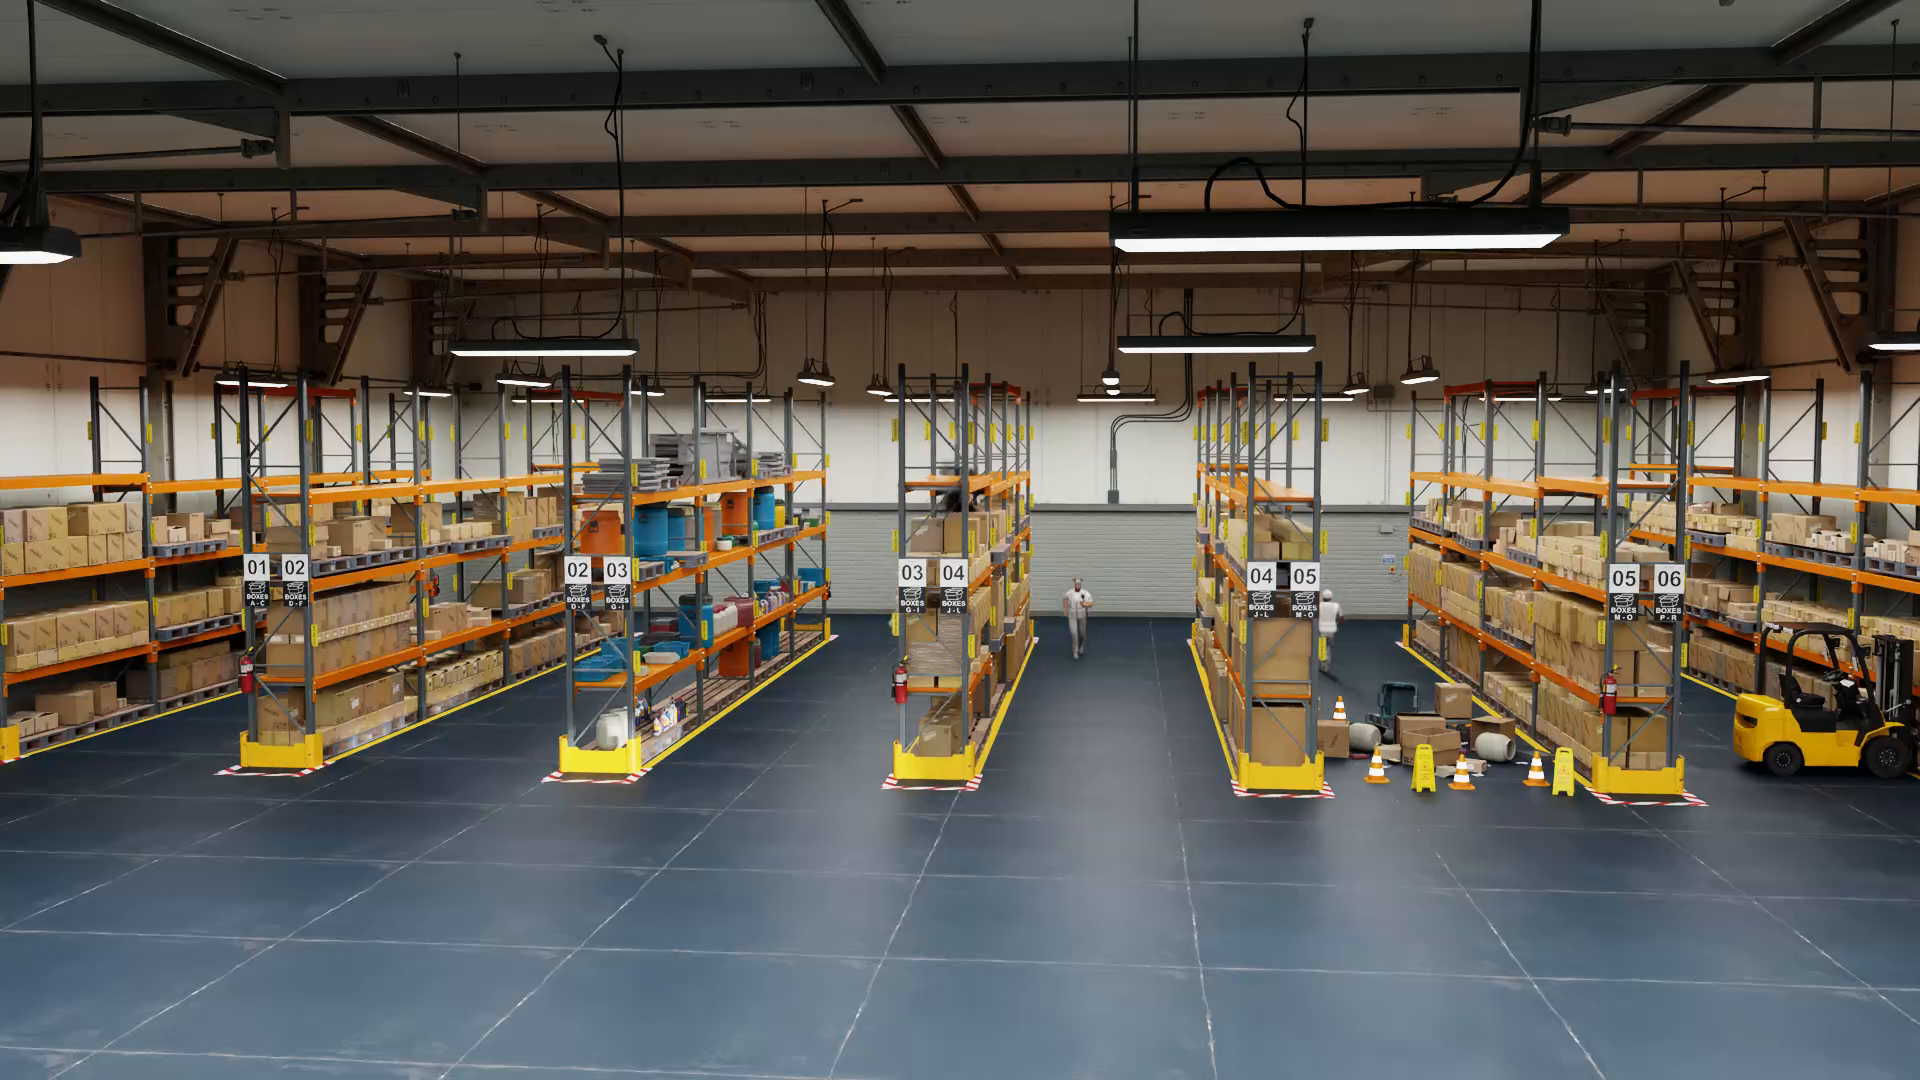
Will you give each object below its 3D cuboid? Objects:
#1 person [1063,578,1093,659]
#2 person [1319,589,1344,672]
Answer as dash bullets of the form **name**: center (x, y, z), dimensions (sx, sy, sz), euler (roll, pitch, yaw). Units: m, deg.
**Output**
- **person**: center (2.628, 1.709, 37.087), dimensions (0.660, 1.773, 0.990), euler (0, 4, 4)
- **person**: center (7.667, 1.903, 34.751), dimensions (0.674, 1.740, 0.654), euler (0, 4, 1)
